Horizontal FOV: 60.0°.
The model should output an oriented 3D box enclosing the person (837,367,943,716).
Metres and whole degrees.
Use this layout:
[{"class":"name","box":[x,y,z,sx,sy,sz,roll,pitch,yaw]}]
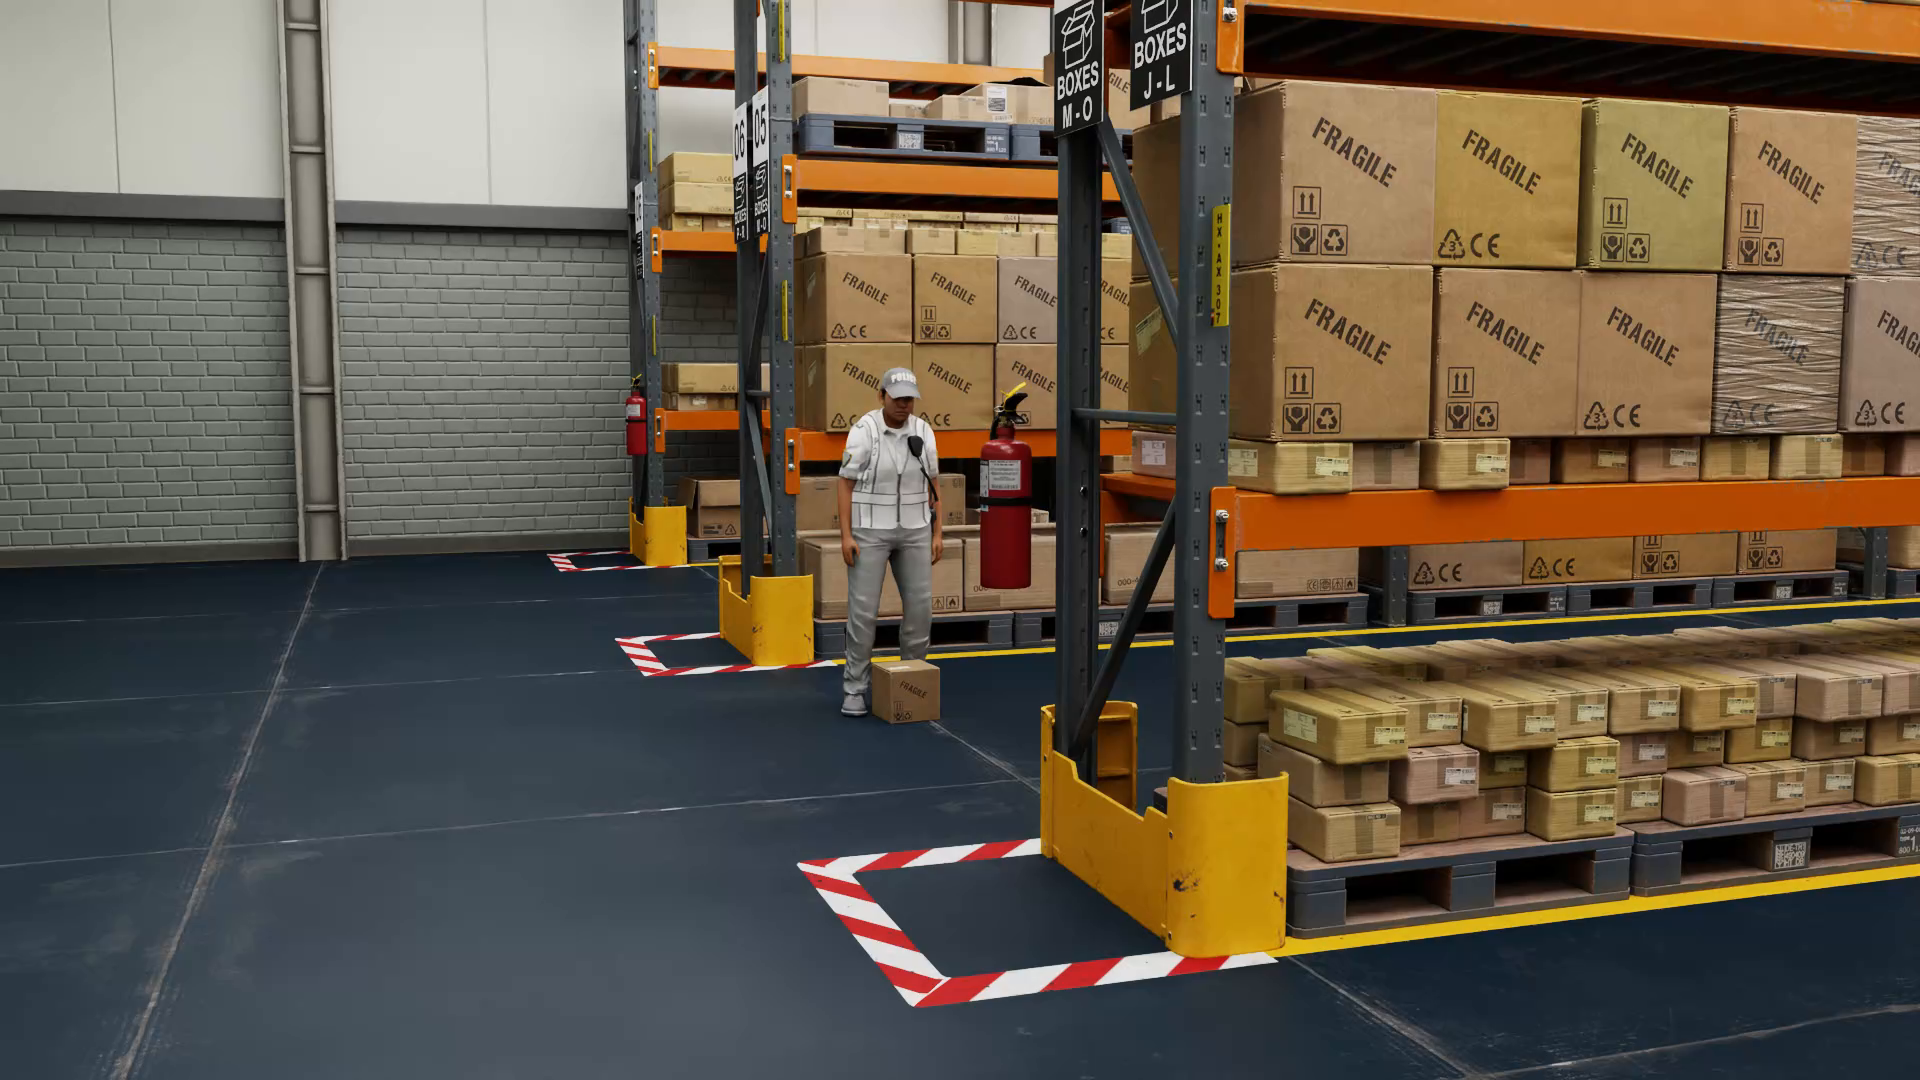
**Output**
[{"class":"person","box":[-0.336,-0.003,8.065,0.542,1.666,0.469,-2,6,-19]}]
